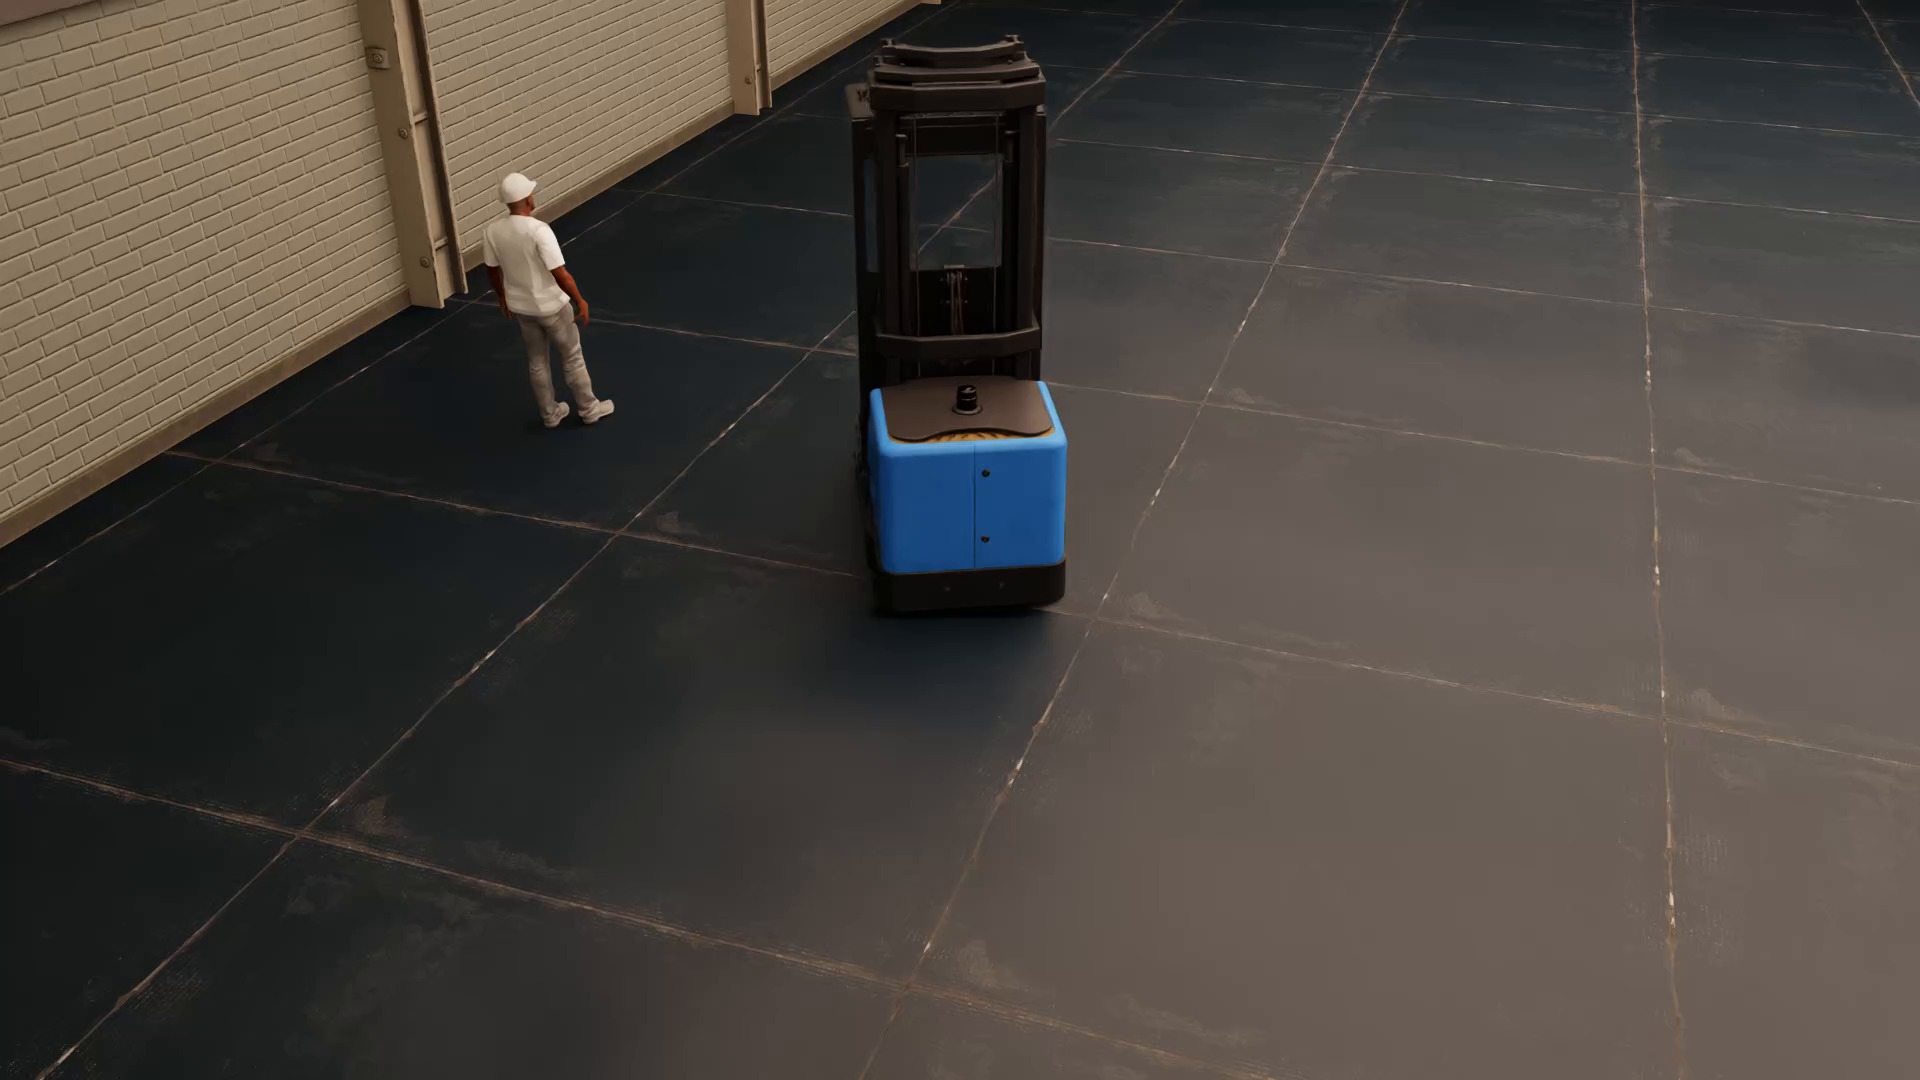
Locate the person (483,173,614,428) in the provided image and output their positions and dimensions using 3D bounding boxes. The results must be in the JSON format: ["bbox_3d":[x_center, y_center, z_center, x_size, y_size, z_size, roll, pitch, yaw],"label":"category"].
[{"bbox_3d":[-2.766,-1.610,11.132,0.696,1.771,0.572,11,31,18],"label":"person"}]

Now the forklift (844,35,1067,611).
[{"bbox_3d":[-0.092,-1.582,9.912,1.130,2.935,3.031,-3,30,-6],"label":"forklift"}]
